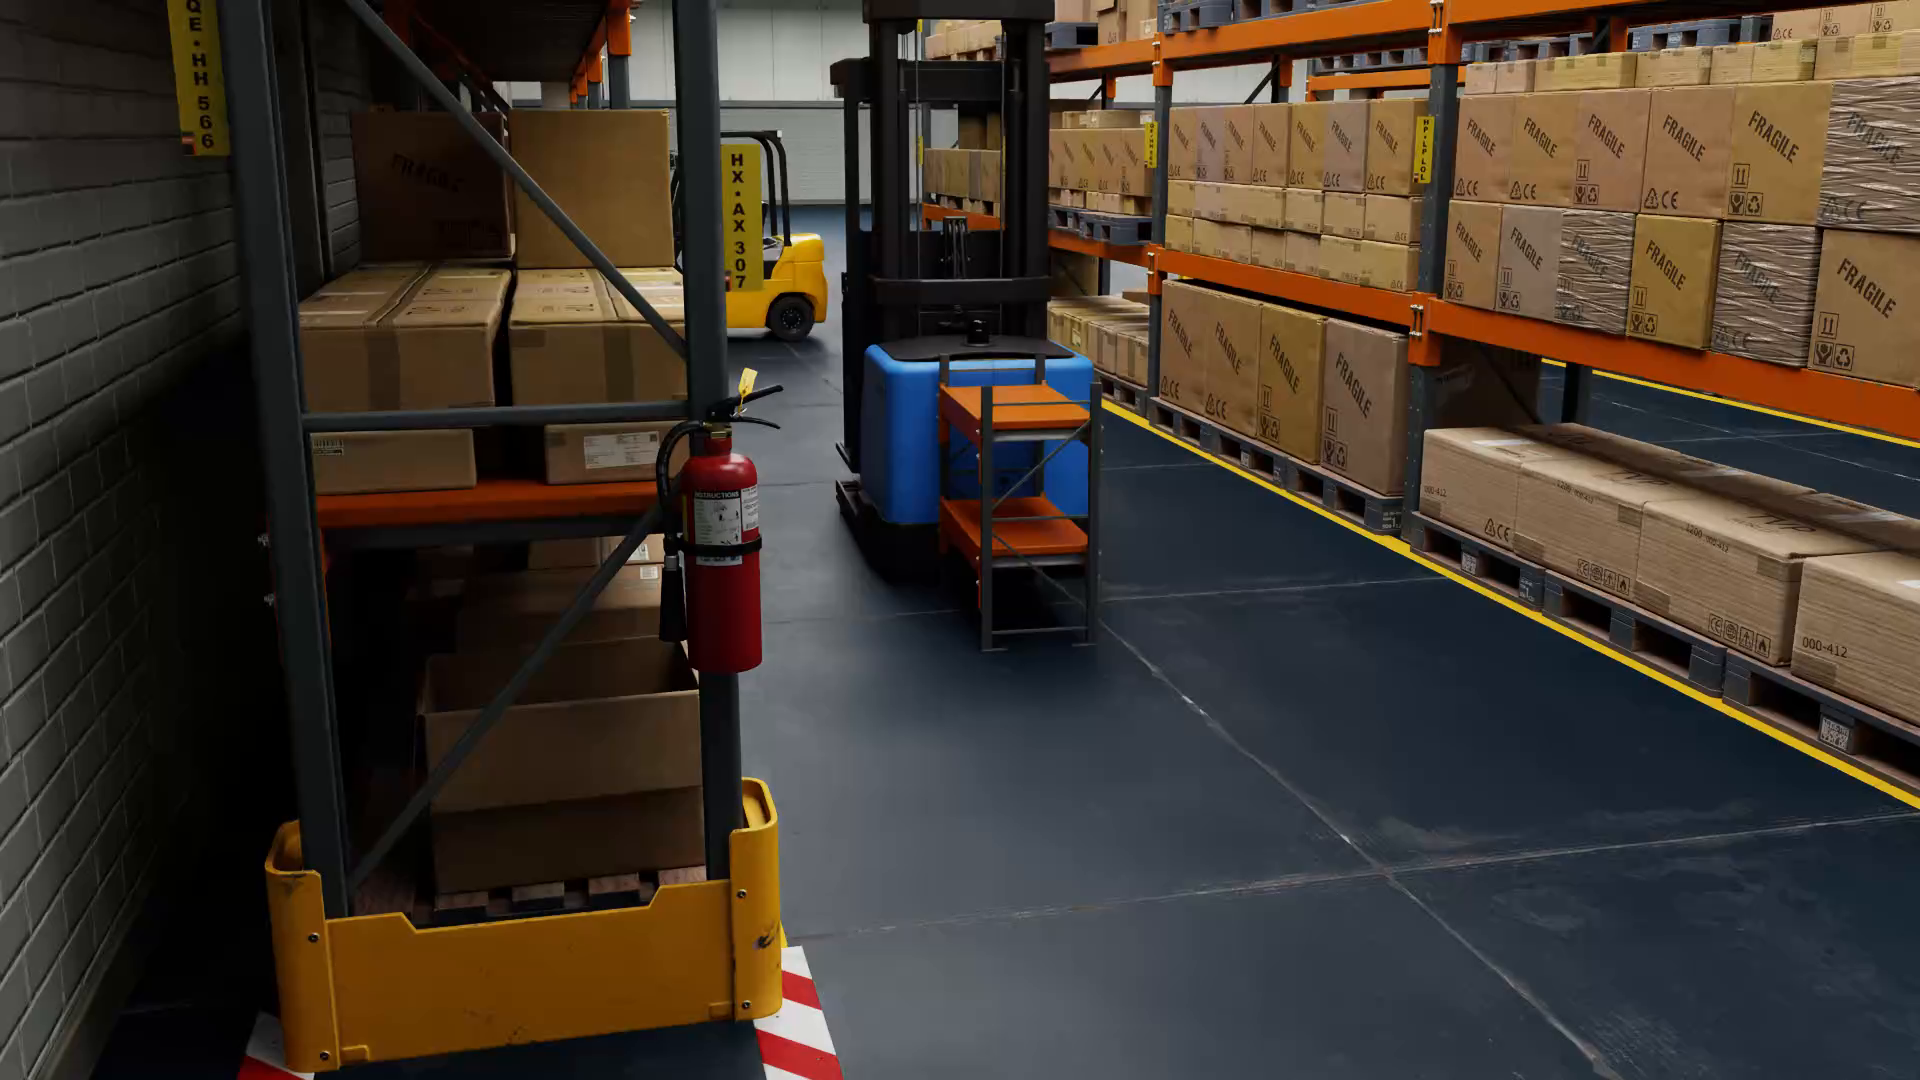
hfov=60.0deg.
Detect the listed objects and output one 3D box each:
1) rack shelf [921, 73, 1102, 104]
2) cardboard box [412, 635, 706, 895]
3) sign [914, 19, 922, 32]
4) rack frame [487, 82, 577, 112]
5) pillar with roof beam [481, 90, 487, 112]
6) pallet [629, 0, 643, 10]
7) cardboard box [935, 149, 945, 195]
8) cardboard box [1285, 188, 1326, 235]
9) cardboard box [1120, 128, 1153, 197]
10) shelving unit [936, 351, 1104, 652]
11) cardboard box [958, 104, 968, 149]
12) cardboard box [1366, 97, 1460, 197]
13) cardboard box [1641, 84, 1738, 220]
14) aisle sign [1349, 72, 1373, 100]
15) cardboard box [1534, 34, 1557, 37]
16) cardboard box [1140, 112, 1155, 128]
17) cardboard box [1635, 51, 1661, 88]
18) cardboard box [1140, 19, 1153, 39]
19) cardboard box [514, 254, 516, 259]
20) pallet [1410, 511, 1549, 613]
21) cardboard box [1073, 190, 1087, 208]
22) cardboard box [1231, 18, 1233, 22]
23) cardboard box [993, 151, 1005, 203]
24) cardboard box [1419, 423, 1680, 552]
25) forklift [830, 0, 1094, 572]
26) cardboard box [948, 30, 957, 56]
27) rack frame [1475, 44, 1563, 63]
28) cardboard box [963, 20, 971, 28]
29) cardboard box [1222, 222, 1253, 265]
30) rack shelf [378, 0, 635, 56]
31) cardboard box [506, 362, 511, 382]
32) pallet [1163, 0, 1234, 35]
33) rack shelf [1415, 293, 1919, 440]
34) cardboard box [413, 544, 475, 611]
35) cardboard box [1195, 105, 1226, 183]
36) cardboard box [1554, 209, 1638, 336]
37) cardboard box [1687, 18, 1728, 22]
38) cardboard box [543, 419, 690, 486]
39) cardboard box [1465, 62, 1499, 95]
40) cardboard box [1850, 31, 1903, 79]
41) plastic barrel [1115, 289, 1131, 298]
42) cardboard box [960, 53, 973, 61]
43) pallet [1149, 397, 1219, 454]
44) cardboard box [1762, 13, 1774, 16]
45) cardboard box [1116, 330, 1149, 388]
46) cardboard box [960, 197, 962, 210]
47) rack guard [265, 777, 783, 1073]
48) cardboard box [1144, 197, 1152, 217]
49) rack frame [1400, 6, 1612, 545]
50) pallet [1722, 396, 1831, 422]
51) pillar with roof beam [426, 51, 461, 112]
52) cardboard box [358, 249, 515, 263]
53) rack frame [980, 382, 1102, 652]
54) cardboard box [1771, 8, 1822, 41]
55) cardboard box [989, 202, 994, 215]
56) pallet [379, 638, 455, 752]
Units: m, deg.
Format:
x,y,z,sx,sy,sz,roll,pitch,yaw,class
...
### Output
x,y,z,sx,sy,sz,roll,pitch,yaw,class
0.514,-4.886,17.800,1.077,0.370,4.000,-3,14,-13,rack shelf
-1.074,0.592,4.560,0.797,0.503,0.637,-4,14,-15,cardboard box
-0.483,-6.091,19.375,0.100,0.325,0.005,-3,14,-13,sign
-4.780,-3.962,18.823,1.000,3.000,0.127,-3,14,-13,rack frame
-4.126,-9.673,29.561,9.100,9.000,0.400,-3,14,-13,pillar with roof beam
-2.293,-2.953,8.768,1.213,0.211,1.003,-3,14,-13,pallet
0.011,-4.188,18.913,0.500,0.500,0.500,-3,14,-11,cardboard box
2.270,-1.963,9.905,0.500,0.250,0.500,-3,14,-12,cardboard box
1.546,-2.880,12.673,0.500,0.500,0.500,-4,14,-15,cardboard box
0.243,-0.207,7.403,0.538,1.125,1.048,-2,14,-10,shelving unit
0.376,-4.812,19.360,0.700,0.500,0.500,-4,14,-15,cardboard box
2.513,-2.094,8.862,0.500,0.500,0.500,-3,14,-11,cardboard box
3.077,-1.530,6.551,0.500,0.500,0.500,-3,14,-14,cardboard box
5.107,-5.834,21.010,0.394,0.787,0.004,-3,14,-13,aisle sign
5.671,-5.107,16.378,0.258,0.266,0.396,-4,14,-14,cardboard box
1.573,-3.715,14.722,0.380,0.149,0.250,-4,14,-16,cardboard box
3.033,-1.941,6.868,0.380,0.149,0.250,-3,14,-13,cardboard box
1.579,-3.847,12.561,0.380,0.149,0.250,-3,14,-13,cardboard box
-1.368,-0.931,6.105,0.500,0.250,0.500,-3,14,-14,cardboard box
2.965,0.063,8.223,1.003,0.211,1.213,-3,14,-13,pallet
1.176,-2.891,14.085,0.380,0.149,0.250,-4,14,-15,cardboard box
2.014,-3.811,12.415,0.380,0.149,0.250,-3,14,-13,cardboard box
0.637,-3.598,16.497,0.500,0.500,0.500,-4,14,-15,cardboard box
2.906,-0.279,8.265,0.875,0.438,0.875,-3,14,-14,cardboard box
-0.113,-1.569,9.175,1.130,2.935,3.031,-3,14,-10,forklift
0.158,-5.403,18.090,0.500,0.250,0.500,-3,14,-12,cardboard box
5.771,-3.616,17.406,1.000,3.000,0.127,-3,14,-13,rack frame
0.240,-5.452,17.453,0.380,0.149,0.250,-3,14,-12,cardboard box
2.049,-1.955,10.925,0.500,0.250,0.500,-3,14,-11,cardboard box
-1.492,-1.840,5.333,1.077,0.370,4.000,-3,14,-13,rack shelf
-1.742,-0.626,5.697,0.380,0.149,0.250,-3,14,-11,cardboard box
2.126,-3.614,11.475,1.213,0.211,1.003,-3,14,-11,pallet
3.332,-0.660,6.824,1.077,0.370,4.000,-3,14,-13,rack shelf
-2.036,0.074,7.083,0.500,0.311,0.500,-3,14,-11,cardboard box
1.927,-2.687,11.286,0.500,0.500,0.500,-3,14,-13,cardboard box
2.943,-1.165,7.166,0.500,0.500,0.500,-3,14,-13,cardboard box
6.174,-4.584,14.141,0.500,0.311,0.500,-3,14,-13,cardboard box
-0.833,-0.240,4.117,0.380,0.149,0.250,-3,14,-14,cardboard box
2.684,-2.233,8.063,0.380,0.149,0.250,-3,14,-14,cardboard box
3.278,-1.642,5.642,0.380,0.149,0.250,-3,14,-12,cardboard box
2.001,-2.596,18.660,0.512,0.421,0.421,7,15,26,plastic barrel
0.215,-5.123,17.786,0.380,0.149,0.250,-4,14,-15,cardboard box
2.035,-0.853,11.974,1.003,0.211,1.213,-3,14,-13,pallet
6.788,-4.367,13.593,0.380,0.149,0.250,-4,14,-15,cardboard box
1.800,-1.452,13.202,0.950,0.372,0.625,-4,14,-17,cardboard box
0.208,-3.728,18.394,0.380,0.149,0.250,-3,14,-11,cardboard box
-1.040,0.926,4.083,1.175,0.500,0.348,-3,14,-13,rack guard
1.617,-2.538,12.640,0.380,0.149,0.250,-3,14,-11,cardboard box
2.862,-1.471,8.628,1.000,3.000,0.127,-3,14,-13,rack frame
6.893,-1.158,13.222,1.003,0.211,1.213,-3,14,-13,pallet
-1.308,-6.905,18.230,9.100,9.000,0.400,-3,14,-13,pillar with roof beam
-1.864,-0.901,5.985,0.500,0.250,0.500,-3,14,-12,cardboard box
0.334,-0.088,6.917,0.500,1.125,0.032,-2,14,-10,rack frame
6.586,-4.052,12.662,0.500,0.500,0.500,-3,14,-13,cardboard box
0.516,-3.431,17.182,0.380,0.149,0.250,-3,14,-14,cardboard box
-1.511,0.602,6.020,1.003,0.211,1.213,-3,14,-13,pallet
